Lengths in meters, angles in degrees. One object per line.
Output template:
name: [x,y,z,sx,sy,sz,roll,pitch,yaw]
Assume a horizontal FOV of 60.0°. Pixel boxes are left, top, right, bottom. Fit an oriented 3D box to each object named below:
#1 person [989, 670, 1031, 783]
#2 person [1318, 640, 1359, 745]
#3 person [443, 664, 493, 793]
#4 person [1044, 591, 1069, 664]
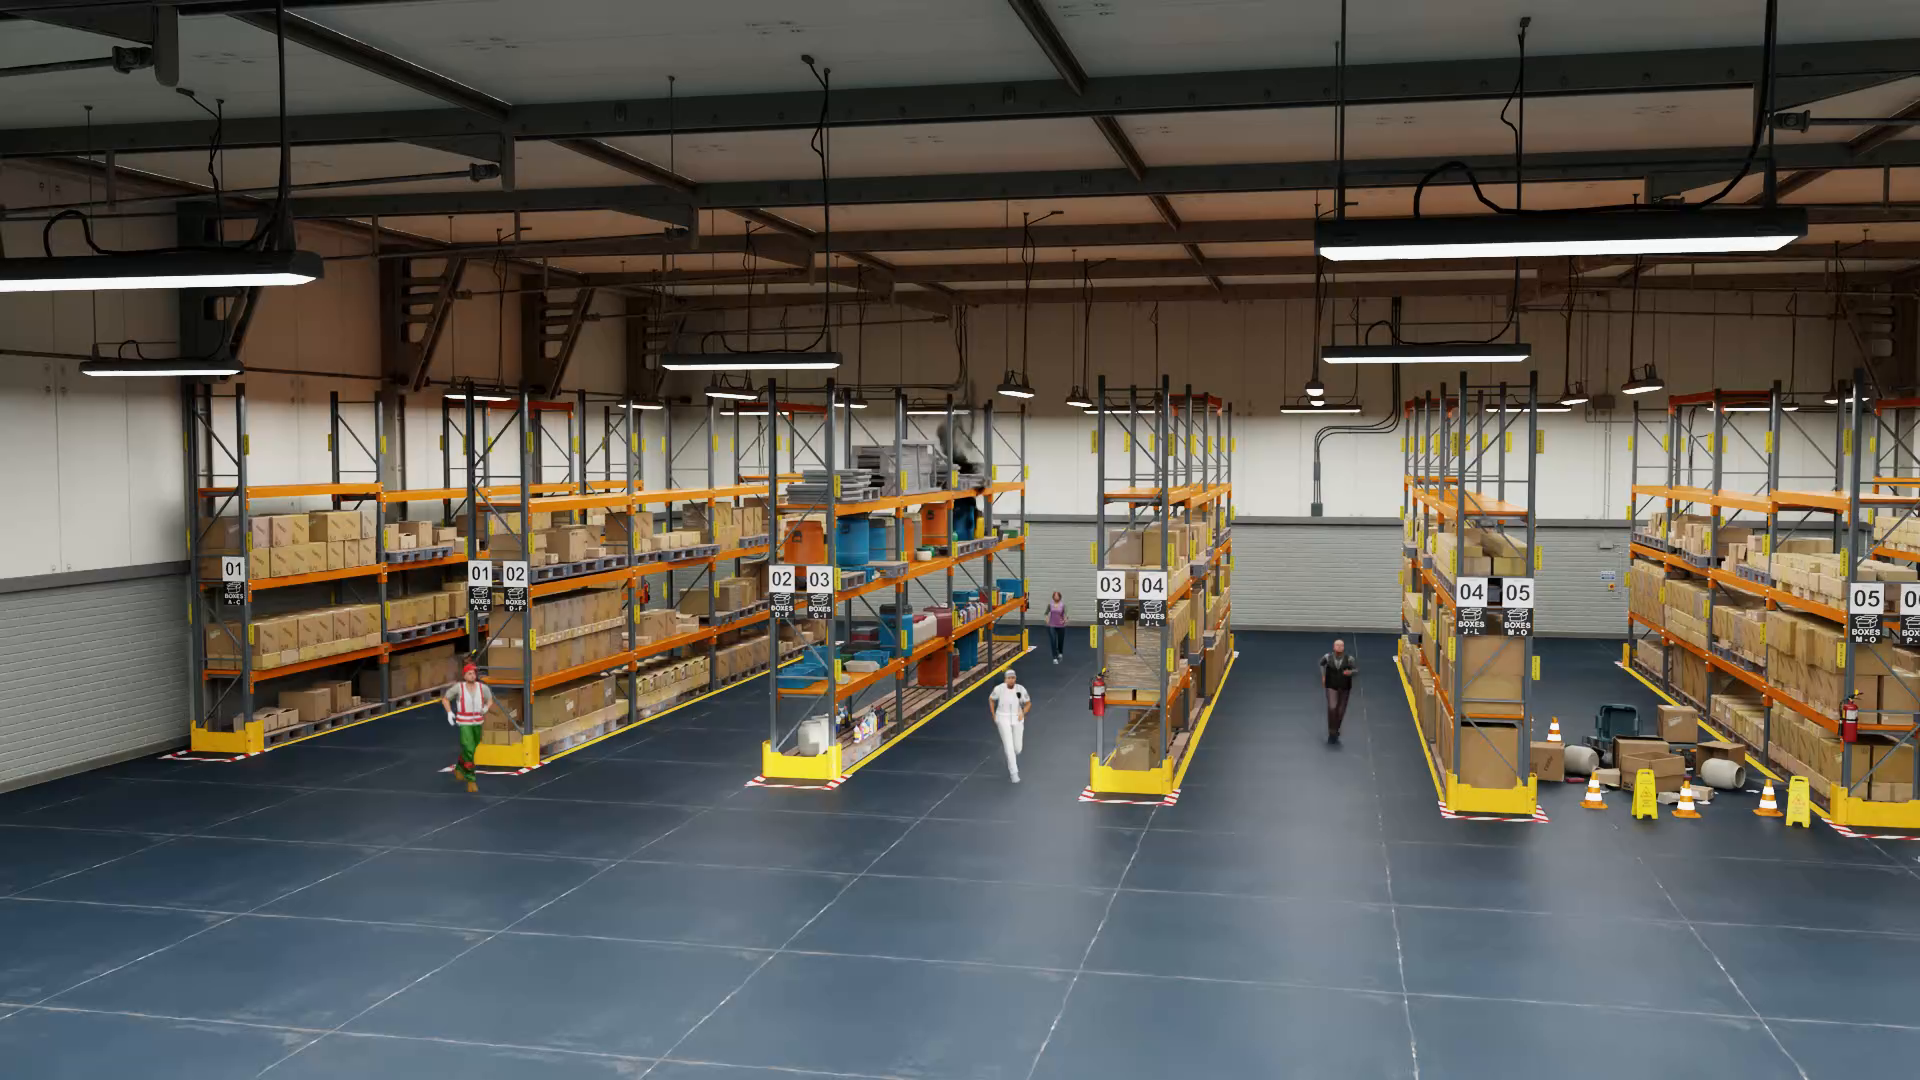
person: [0.758,2.762,25.022,0.630,1.662,0.879,0,3,-6]
person: [6.383,2.554,28.056,0.635,1.767,0.814,0,3,4]
person: [-7.142,2.703,24.254,0.662,1.809,0.909,-3,4,-43]
person: [2.072,1.880,35.870,0.539,1.559,0.562,0,3,7]
